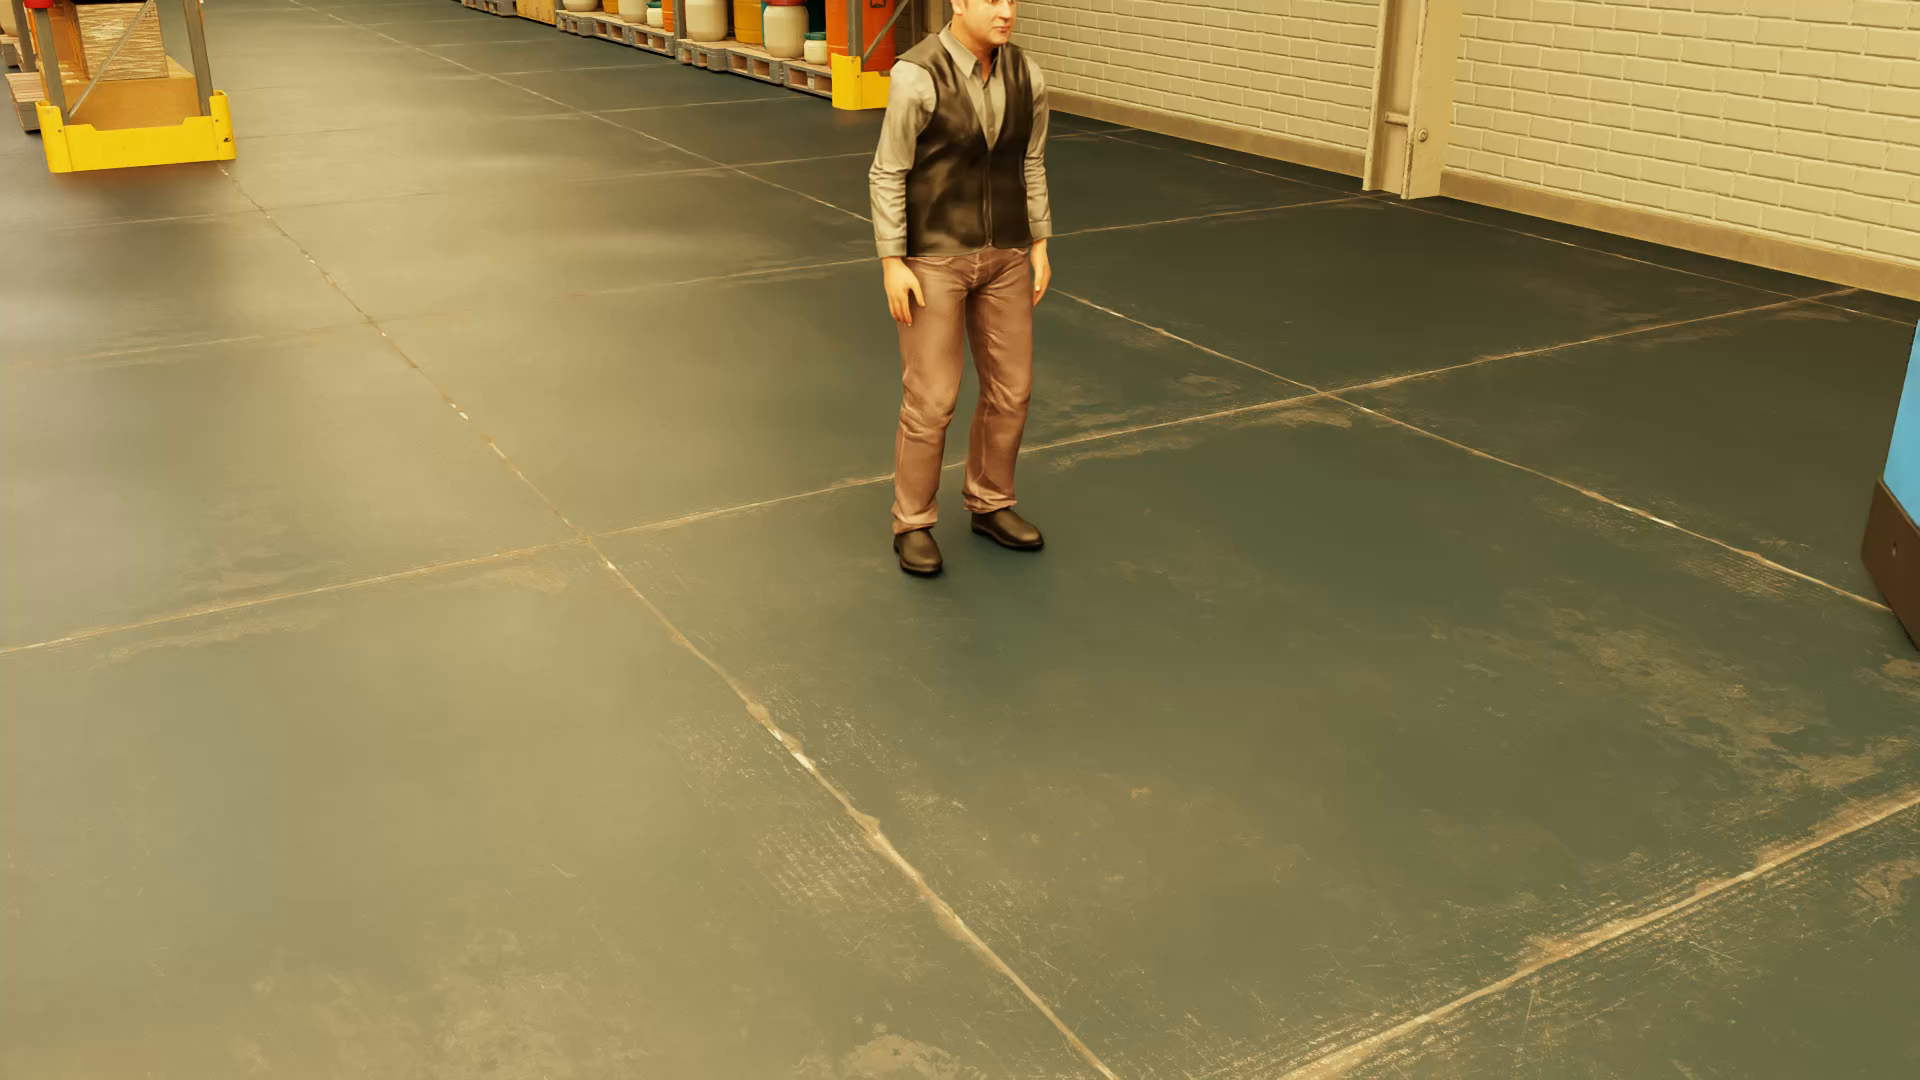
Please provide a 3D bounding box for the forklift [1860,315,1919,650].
[{"bbox_3d":[3.974,-0.940,3.565,3.031,2.935,1.130,6,23,13],"label":"forklift"}]

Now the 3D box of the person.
[{"bbox_3d":[0.010,-0.796,4.809,0.580,1.720,0.422,-13,26,-29],"label":"person"}]
